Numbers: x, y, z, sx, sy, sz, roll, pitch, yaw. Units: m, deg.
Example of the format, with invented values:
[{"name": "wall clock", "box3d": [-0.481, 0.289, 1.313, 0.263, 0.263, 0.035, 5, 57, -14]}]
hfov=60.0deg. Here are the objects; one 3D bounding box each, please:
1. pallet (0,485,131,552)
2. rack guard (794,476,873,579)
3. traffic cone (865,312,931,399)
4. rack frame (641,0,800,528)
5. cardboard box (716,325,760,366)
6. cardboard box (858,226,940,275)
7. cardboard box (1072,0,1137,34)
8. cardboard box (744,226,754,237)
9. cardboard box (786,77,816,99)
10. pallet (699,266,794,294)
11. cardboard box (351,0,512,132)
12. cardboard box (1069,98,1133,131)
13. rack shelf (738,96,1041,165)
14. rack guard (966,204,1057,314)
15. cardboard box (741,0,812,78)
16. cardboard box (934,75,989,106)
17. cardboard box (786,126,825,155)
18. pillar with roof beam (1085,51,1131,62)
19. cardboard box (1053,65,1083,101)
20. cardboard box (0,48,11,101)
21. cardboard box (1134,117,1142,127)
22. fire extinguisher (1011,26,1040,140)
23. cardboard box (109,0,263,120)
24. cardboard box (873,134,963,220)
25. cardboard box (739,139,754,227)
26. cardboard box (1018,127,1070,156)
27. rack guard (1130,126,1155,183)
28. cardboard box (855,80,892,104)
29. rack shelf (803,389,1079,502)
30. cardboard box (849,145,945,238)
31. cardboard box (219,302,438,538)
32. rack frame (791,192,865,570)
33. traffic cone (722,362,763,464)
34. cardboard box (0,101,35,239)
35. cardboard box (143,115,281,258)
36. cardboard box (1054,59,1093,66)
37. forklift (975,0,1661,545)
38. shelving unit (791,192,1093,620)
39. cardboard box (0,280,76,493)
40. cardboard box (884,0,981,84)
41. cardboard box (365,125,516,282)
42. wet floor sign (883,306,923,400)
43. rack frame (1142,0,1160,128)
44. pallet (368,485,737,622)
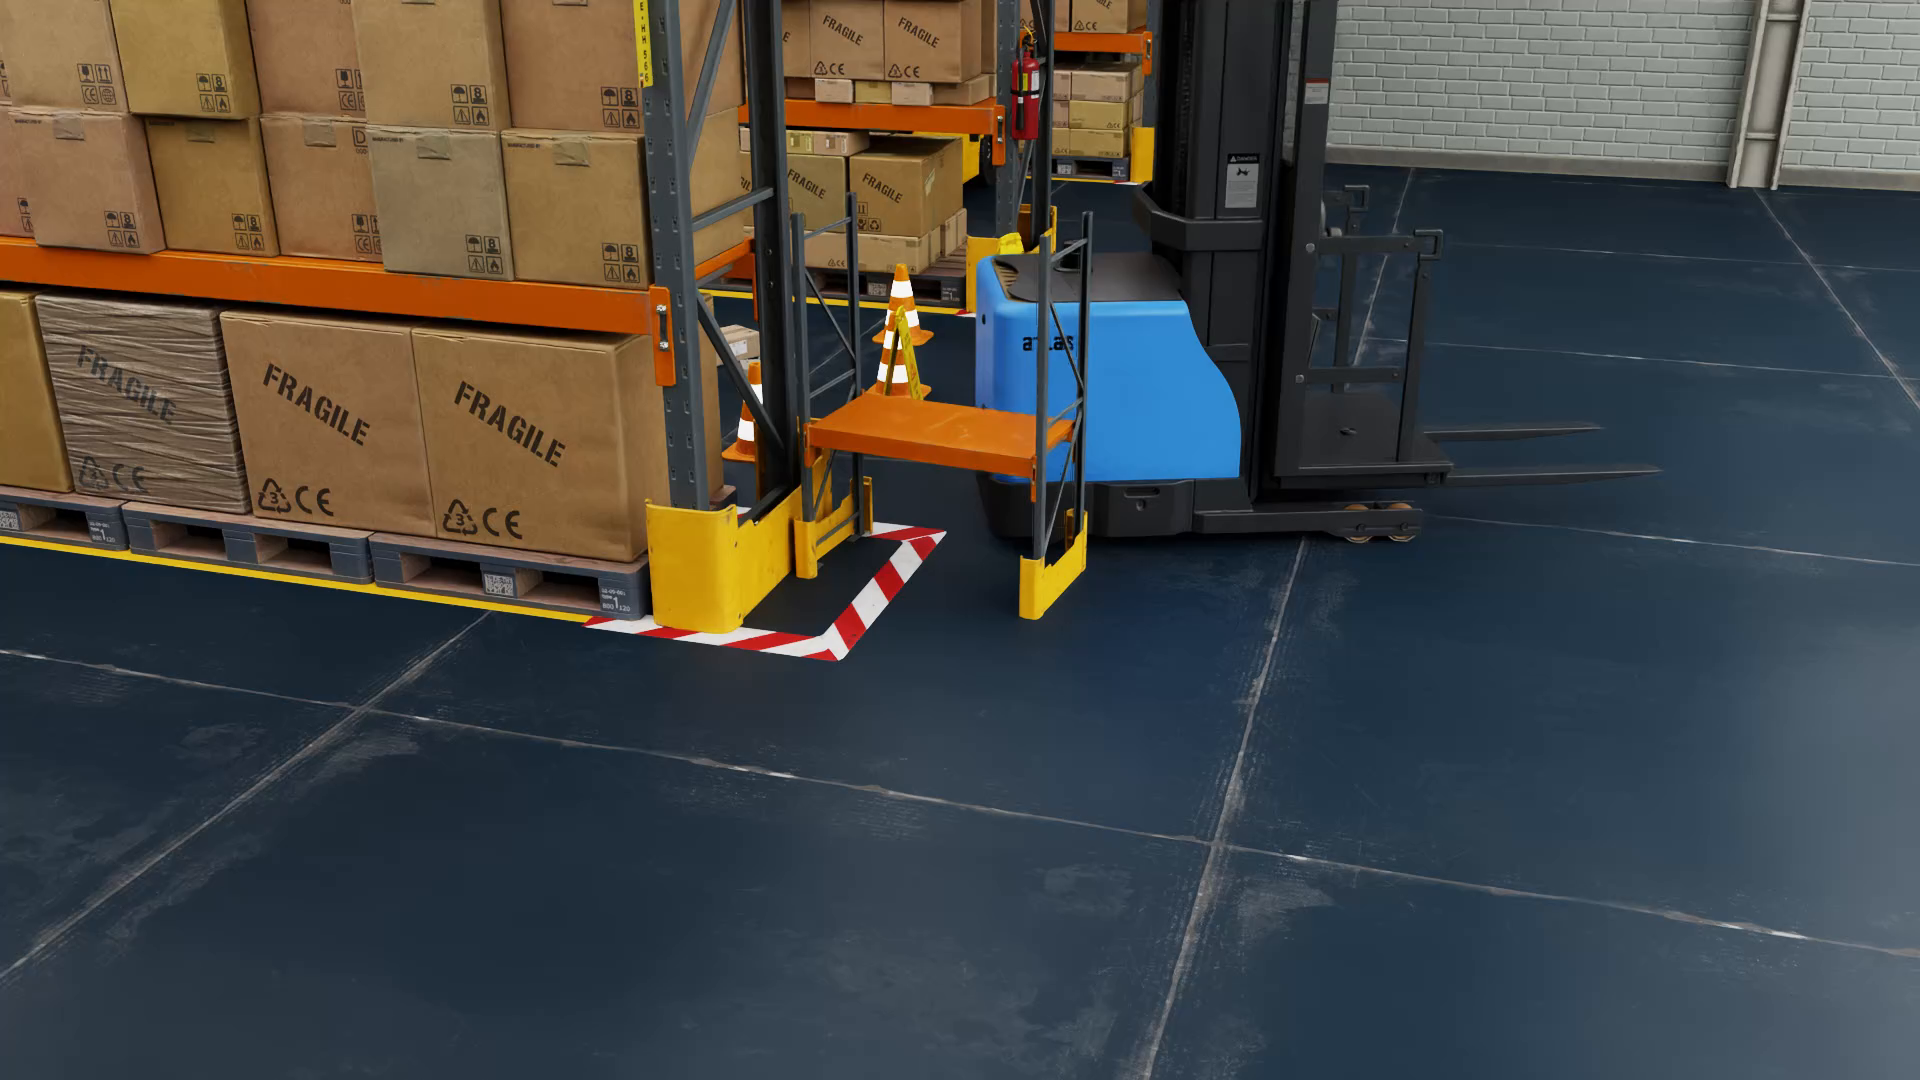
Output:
[{"name": "pallet", "box3d": [-4.027, -0.290, 7.700, 1.213, 0.211, 1.003, 7, 23, 15]}, {"name": "rack guard", "box3d": [-0.533, -0.060, 7.087, 0.087, 0.250, 0.587, 9, 24, 22]}, {"name": "traffic cone", "box3d": [-0.349, -1.027, 9.165, 0.334, 0.463, 0.336, 7, 23, 16]}, {"name": "rack frame", "box3d": [-0.903, -1.254, 6.374, 0.127, 3.000, 1.000, 7, 23, 16]}, {"name": "cardboard box", "box3d": [-1.407, -1.154, 9.887, 0.380, 0.149, 0.250, -20, 29, -39]}, {"name": "cardboard box", "box3d": [-0.444, -1.979, 11.212, 0.500, 0.250, 0.500, 6, 23, 15]}, {"name": "cardboard box", "box3d": [1.314, -4.872, 15.063, 0.500, 0.500, 0.500, 6, 23, 14]}, {"name": "cardboard box", "box3d": [-1.417, -2.091, 11.486, 0.500, 0.250, 0.500, 6, 23, 14]}, {"name": "cardboard box", "box3d": [-0.963, -3.030, 11.036, 0.250, 0.149, 0.380, 7, 23, 16]}, {"name": "pallet", "box3d": [-1.574, -2.018, 11.911, 1.213, 0.211, 1.003, 7, 23, 16]}, {"name": "cardboard box", "box3d": [-1.800, -1.904, 6.339, 0.550, 0.550, 0.875, 7, 23, 16]}, {"name": "cardboard box", "box3d": [1.304, -3.960, 15.383, 0.500, 0.250, 0.500, 6, 23, 15]}, {"name": "rack shelf", "box3d": [-1.484, -2.950, 11.456, 4.000, 0.370, 1.077, 7, 23, 16]}, {"name": "rack guard", "box3d": [0.358, -1.915, 11.280, 0.348, 0.500, 1.175, 7, 23, 16]}, {"name": "cardboard box", "box3d": [-1.125, -3.319, 10.886, 0.500, 0.500, 0.500, 6, 23, 15]}, {"name": "cardboard box", "box3d": [0.011, -2.910, 10.744, 0.250, 0.149, 0.380, 7, 23, 17]}, {"name": "cardboard box", "box3d": [-1.022, -2.670, 11.054, 0.250, 0.149, 0.380, 7, 23, 16]}, {"name": "pillar with roof beam", "box3d": [0.211, -6.482, 11.216, 0.400, 9.000, 9.100, 7, 23, 16]}, {"name": "cardboard box", "box3d": [0.839, -4.243, 15.413, 0.500, 0.250, 0.500, 7, 23, 16]}, {"name": "cardboard box", "box3d": [-3.829, -2.190, 7.037, 0.550, 0.550, 0.875, 7, 23, 16]}, {"name": "cardboard box", "box3d": [1.447, -3.914, 15.930, 0.500, 0.250, 0.500, 7, 23, 16]}, {"name": "fire extinguisher", "box3d": [0.407, -2.848, 10.361, 0.183, 0.674, 0.296, 7, 23, 16]}, {"name": "cardboard box", "box3d": [-2.842, -2.026, 6.636, 0.500, 0.550, 0.875, 7, 23, 16]}, {"name": "cardboard box", "box3d": [-0.285, -2.524, 11.552, 0.500, 0.500, 0.500, 6, 23, 14]}, {"name": "cardboard box", "box3d": [-1.394, -2.439, 11.346, 0.500, 0.500, 0.500, 6, 23, 14]}, {"name": "cardboard box", "box3d": [0.846, -3.784, 15.612, 0.500, 0.250, 0.500, 7, 23, 15]}, {"name": "rack guard", "box3d": [1.884, -3.708, 15.651, 0.348, 0.500, 1.175, 7, 23, 16]}, {"name": "cardboard box", "box3d": [-0.503, -2.934, 10.801, 0.250, 0.149, 0.380, 6, 23, 15]}, {"name": "rack shelf", "box3d": [-0.068, -0.395, 6.730, 1.000, 0.185, 0.538, 9, 24, 22]}, {"name": "cardboard box", "box3d": [-0.412, -2.325, 11.068, 0.500, 0.500, 0.500, 7, 23, 16]}, {"name": "cardboard box", "box3d": [-2.414, -0.611, 7.054, 0.875, 0.875, 0.875, 6, 23, 15]}, {"name": "rack frame", "box3d": [-0.534, -0.638, 6.850, 0.032, 1.500, 0.500, 9, 24, 22]}, {"name": "traffic cone", "box3d": [-1.001, -0.654, 8.255, 0.334, 0.463, 0.336, 7, 23, 16]}, {"name": "cardboard box", "box3d": [-3.842, -1.673, 7.200, 0.550, 0.550, 0.875, 7, 23, 16]}, {"name": "cardboard box", "box3d": [-2.823, -1.550, 6.898, 0.500, 0.550, 0.875, 7, 23, 16]}, {"name": "cardboard box", "box3d": [0.976, -4.427, 15.862, 0.500, 0.250, 0.500, 7, 23, 16]}, {"name": "forklift", "box3d": [1.604, -1.541, 7.165, 3.031, 2.935, 1.130, -2, 22, -4]}, {"name": "shelving unit", "box3d": [-0.076, -0.563, 6.665, 1.083, 1.500, 0.587, 9, 24, 22]}, {"name": "cardboard box", "box3d": [-4.150, -0.809, 7.536, 0.875, 0.875, 0.875, 7, 23, 16]}, {"name": "cardboard box", "box3d": [-0.169, -3.207, 10.611, 0.500, 0.500, 0.500, 6, 23, 15]}, {"name": "cardboard box", "box3d": [-1.804, -1.400, 6.532, 0.550, 0.550, 0.875, 7, 23, 16]}, {"name": "wet floor sign", "box3d": [-0.303, -0.881, 8.567, 0.232, 0.644, 0.267, 3, 22, 6]}, {"name": "rack frame", "box3d": [1.861, -4.867, 15.183, 0.127, 3.000, 1.000, 7, 23, 16]}, {"name": "pallet", "box3d": [-1.691, -0.023, 7.048, 1.213, 0.211, 1.003, 7, 23, 15]}]
